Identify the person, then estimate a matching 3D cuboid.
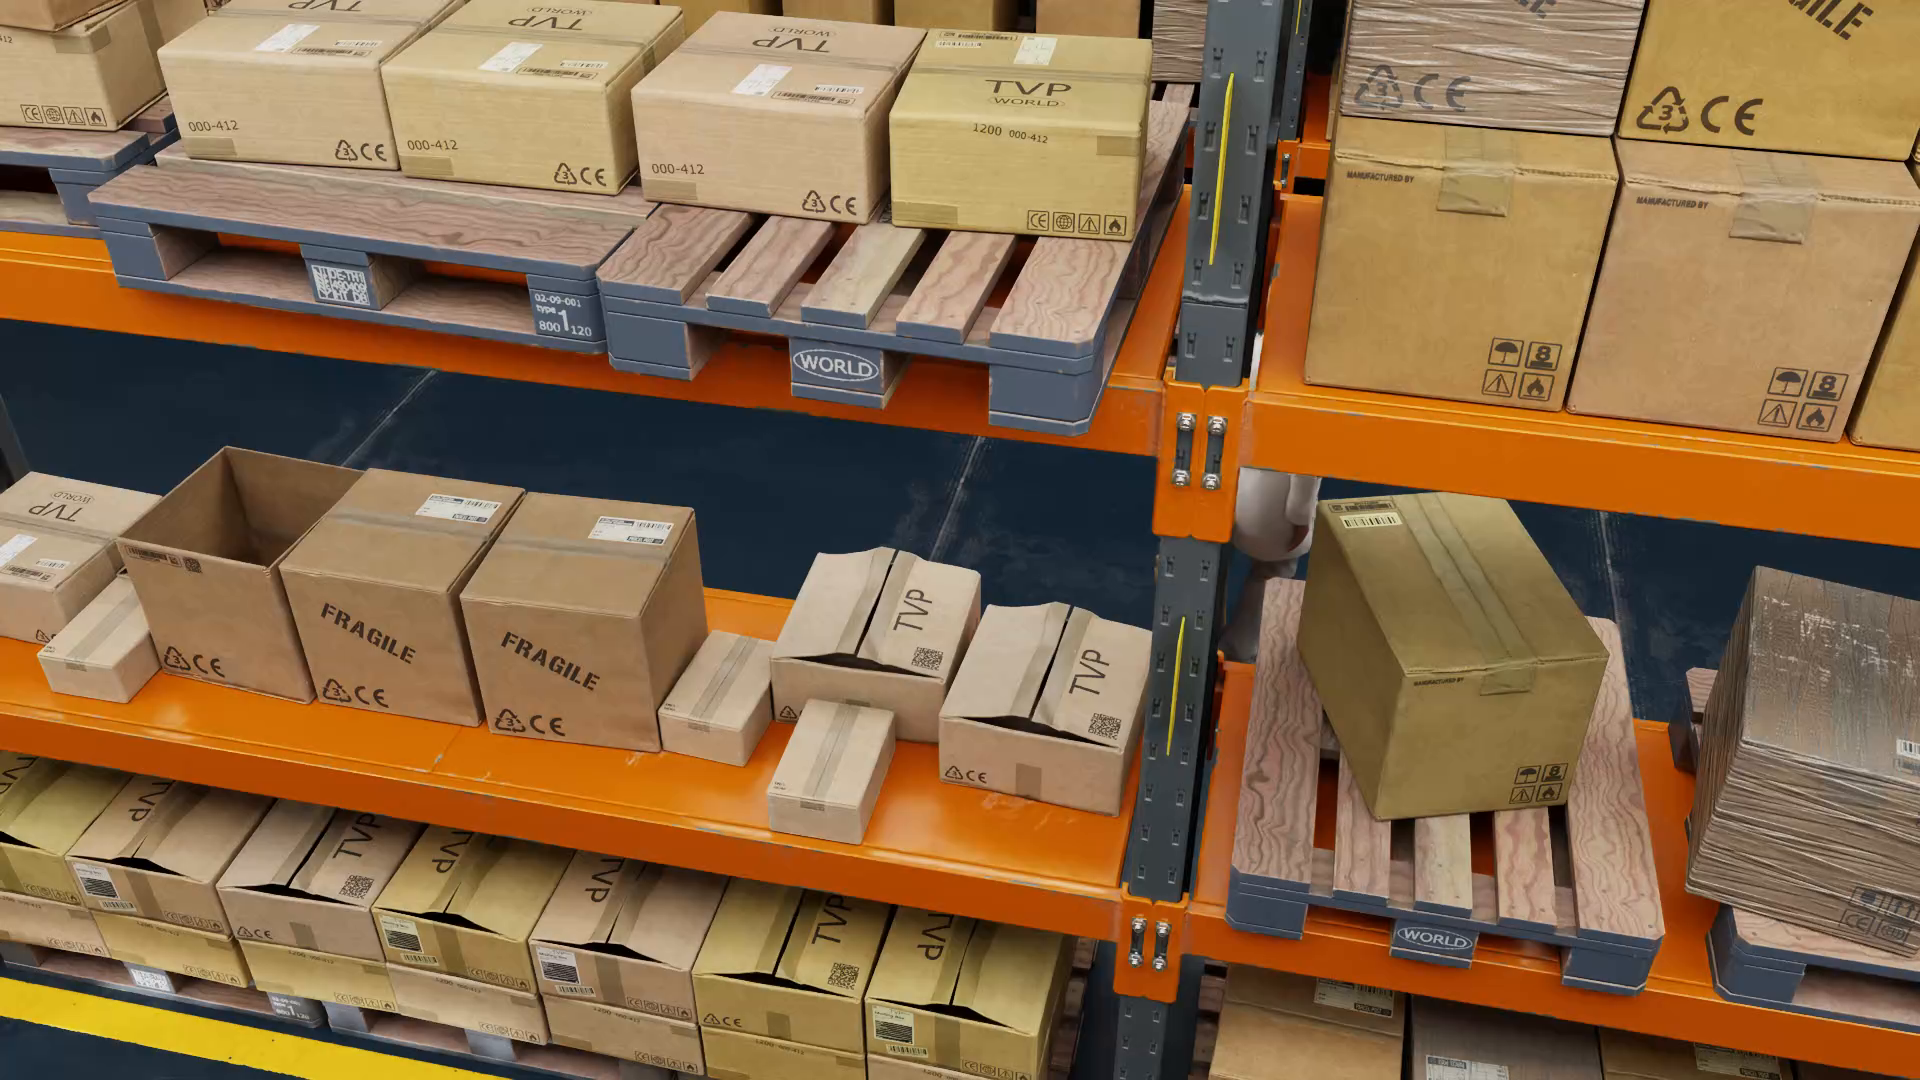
[{"bbox_3d":[1.099,-0.175,6.397,0.605,1.763,0.635,30,46,35],"label":"person"}]
